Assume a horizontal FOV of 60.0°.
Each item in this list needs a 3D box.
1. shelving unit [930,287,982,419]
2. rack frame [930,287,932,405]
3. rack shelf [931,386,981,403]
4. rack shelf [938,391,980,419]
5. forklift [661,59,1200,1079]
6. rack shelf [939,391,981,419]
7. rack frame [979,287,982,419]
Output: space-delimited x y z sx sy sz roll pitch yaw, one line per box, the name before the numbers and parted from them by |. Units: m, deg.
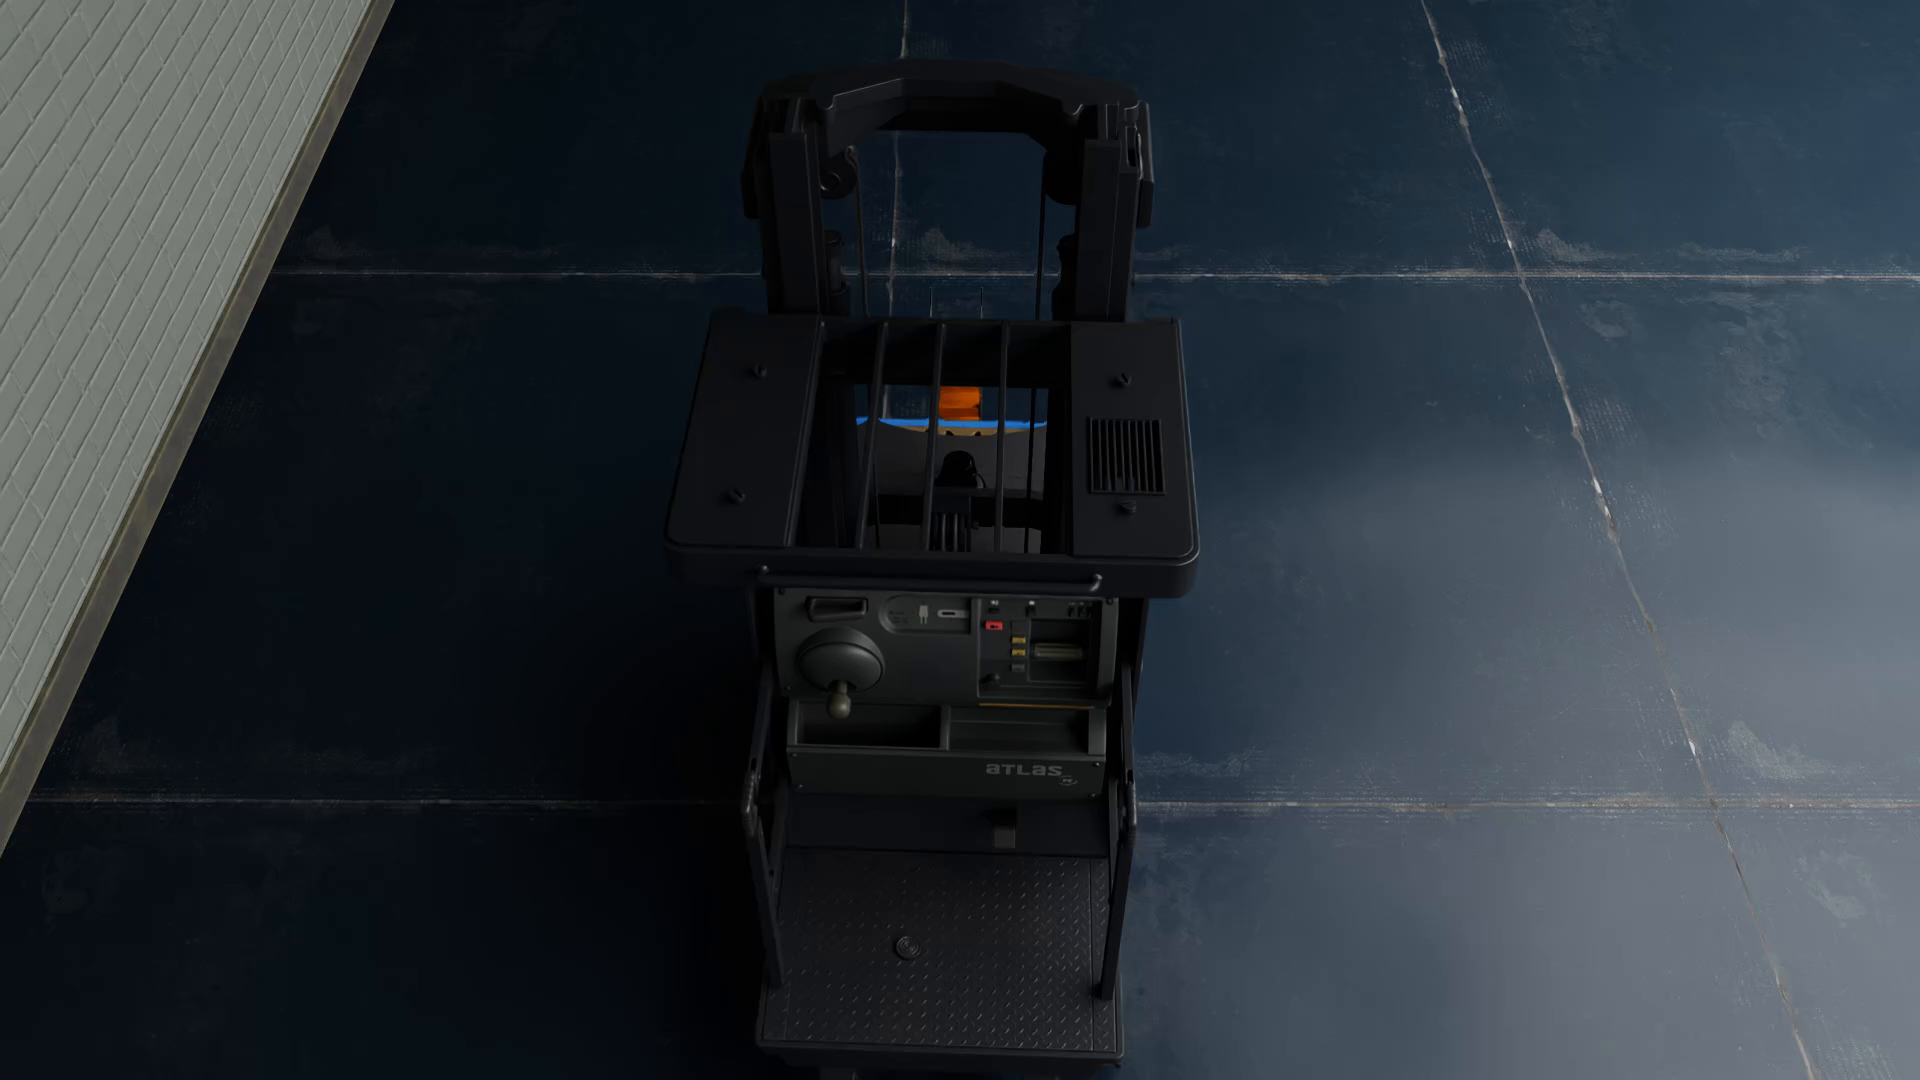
shelving unit | -0.014 -0.409 6.311 0.189 1.200 0.258 0 47 0
rack frame | -0.106 -0.409 6.311 0.006 1.200 0.240 0 47 0
rack shelf | -0.014 -0.624 6.080 0.180 0.103 0.258 0 47 0
rack shelf | -0.014 -0.460 6.256 0.180 0.103 0.258 0 47 0
forklift | -0.046 0.396 4.379 1.130 2.935 3.031 2 47 1
rack shelf | -0.014 -0.542 6.168 0.180 0.103 0.258 0 47 0
rack frame | 0.077 -0.409 6.311 0.006 1.200 0.240 0 47 0
